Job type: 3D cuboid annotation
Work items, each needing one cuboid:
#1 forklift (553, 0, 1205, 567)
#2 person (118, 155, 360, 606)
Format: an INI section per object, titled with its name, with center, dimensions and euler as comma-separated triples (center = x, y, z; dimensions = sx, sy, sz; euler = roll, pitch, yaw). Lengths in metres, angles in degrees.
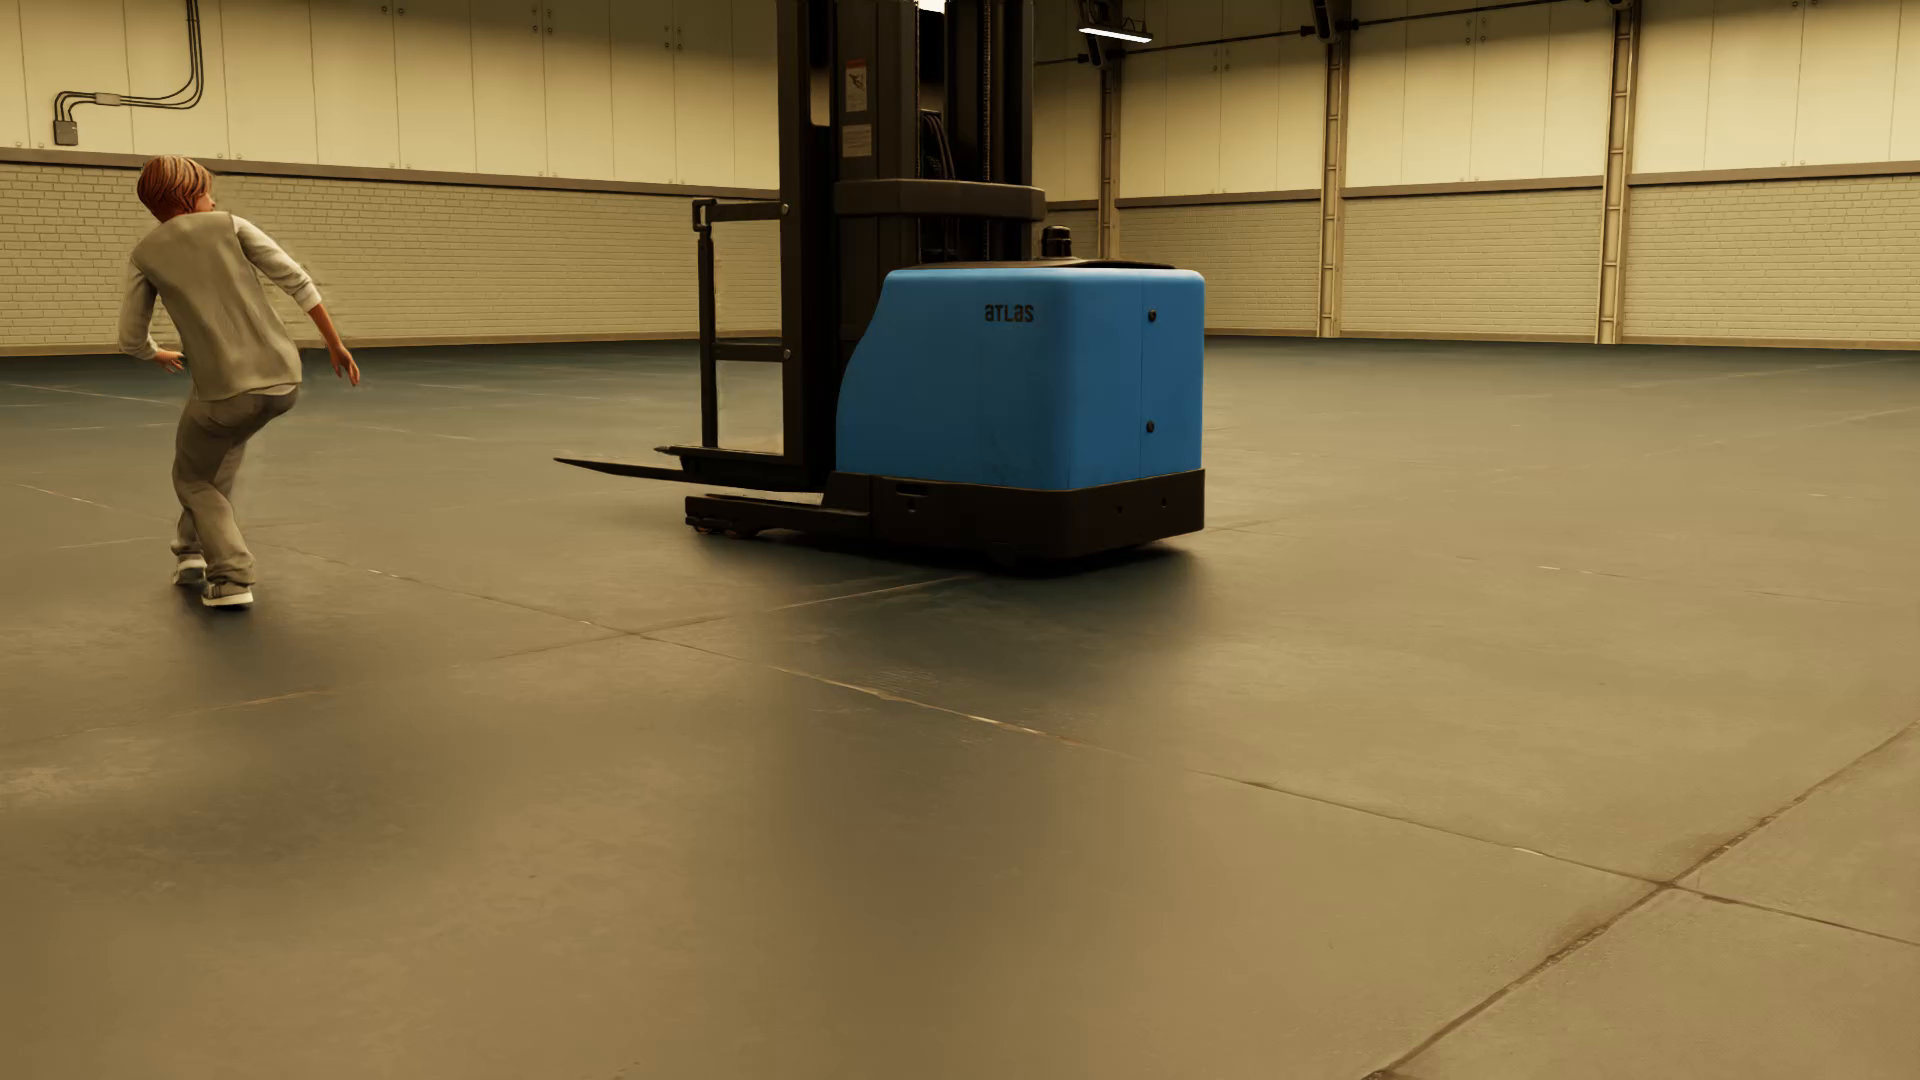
[forklift]
center = -0.510, -1.507, 6.881
dimensions = 3.031, 2.935, 1.130
euler = 7, 11, 38
[person]
center = -2.391, -0.521, 5.455
dimensions = 0.634, 1.433, 0.695
euler = -7, 11, -38
